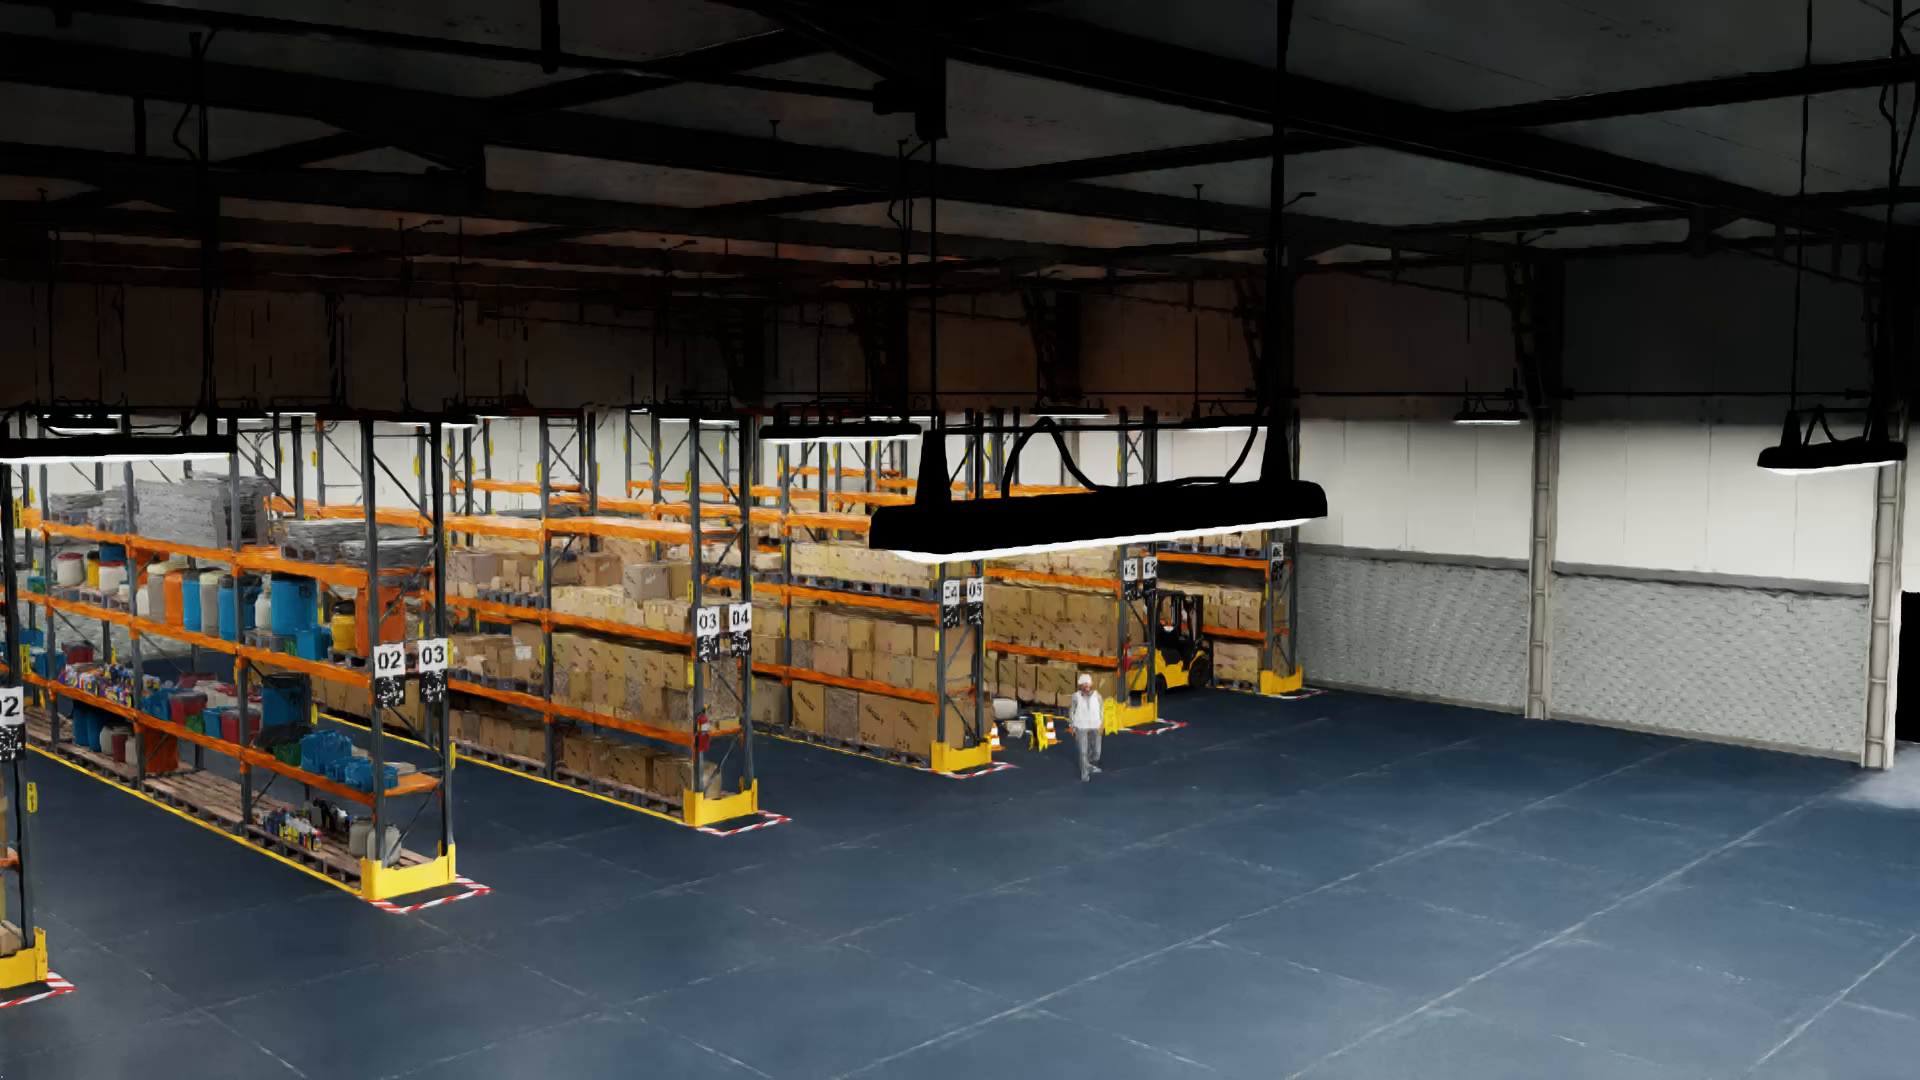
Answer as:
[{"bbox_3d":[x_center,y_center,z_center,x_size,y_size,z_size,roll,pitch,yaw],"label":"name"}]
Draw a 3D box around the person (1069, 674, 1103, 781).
[{"bbox_3d":[2.073,3.043,27.251,0.584,1.761,0.567,-1,5,-10],"label":"person"}]
